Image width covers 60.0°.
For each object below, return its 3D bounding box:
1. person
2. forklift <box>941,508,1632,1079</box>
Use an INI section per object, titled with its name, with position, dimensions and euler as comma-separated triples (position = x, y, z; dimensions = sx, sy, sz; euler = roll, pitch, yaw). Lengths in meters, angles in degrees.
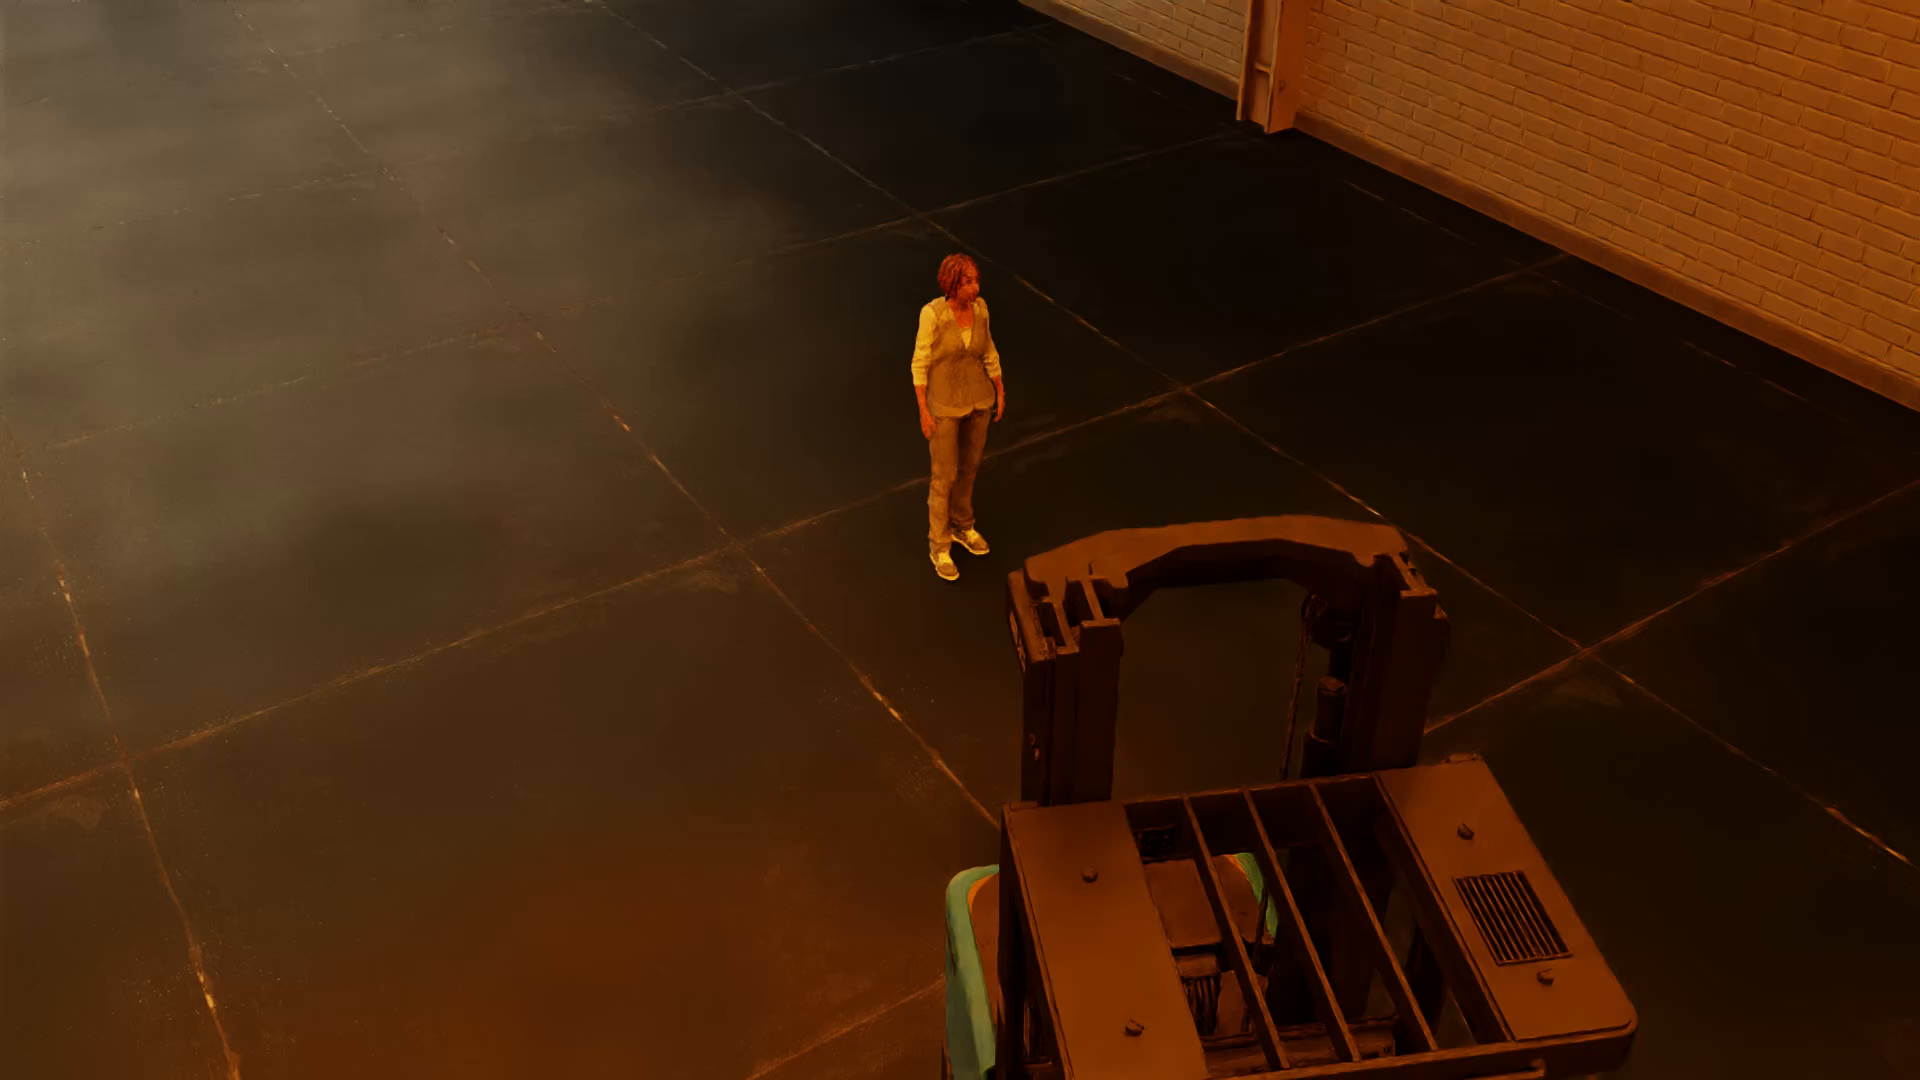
[person]
position = 0.029, -0.619, 8.177
dimensions = 0.521, 1.597, 0.474
euler = -21, 40, -27
[forklift]
position = 0.665, 1.517, 3.988
dimensions = 1.130, 2.935, 3.031
euler = -5, 35, -7
